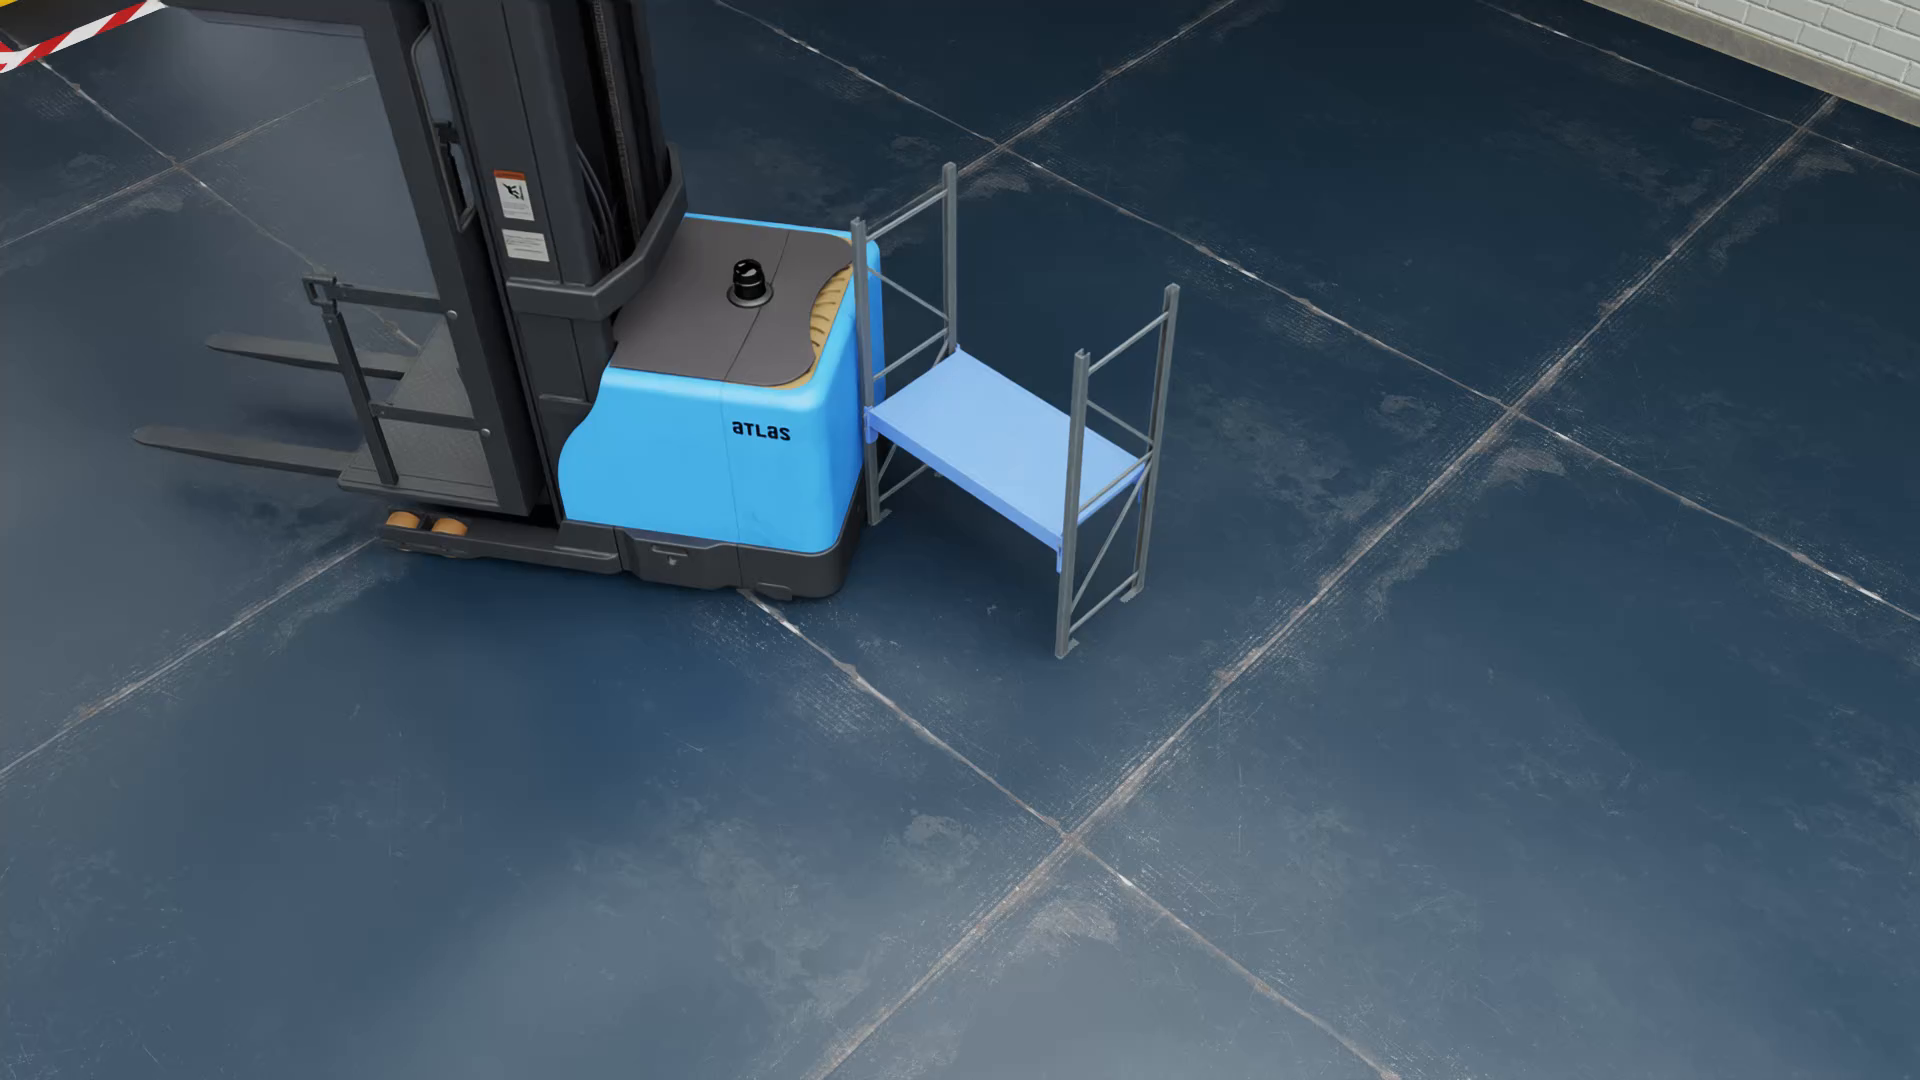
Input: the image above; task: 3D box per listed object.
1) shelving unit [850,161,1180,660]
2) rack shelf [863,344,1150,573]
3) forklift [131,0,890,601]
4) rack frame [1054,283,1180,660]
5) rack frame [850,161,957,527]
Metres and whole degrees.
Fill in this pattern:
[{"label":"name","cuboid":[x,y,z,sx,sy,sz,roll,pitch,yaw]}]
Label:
[{"label":"shelving unit","cuboid":[0.174,-0.451,6.145,1.048,1.500,0.538,35,56,28]},{"label":"rack shelf","cuboid":[0.174,-0.328,6.276,1.000,0.185,0.538,35,56,28]},{"label":"forklift","cuboid":[-1.862,-1.301,5.961,3.031,2.935,1.130,8,47,7]},{"label":"rack frame","cuboid":[0.543,-0.196,5.906,0.032,1.500,0.500,35,56,28]},{"label":"rack frame","cuboid":[-0.195,-0.706,6.384,0.032,1.500,0.500,35,56,28]}]
